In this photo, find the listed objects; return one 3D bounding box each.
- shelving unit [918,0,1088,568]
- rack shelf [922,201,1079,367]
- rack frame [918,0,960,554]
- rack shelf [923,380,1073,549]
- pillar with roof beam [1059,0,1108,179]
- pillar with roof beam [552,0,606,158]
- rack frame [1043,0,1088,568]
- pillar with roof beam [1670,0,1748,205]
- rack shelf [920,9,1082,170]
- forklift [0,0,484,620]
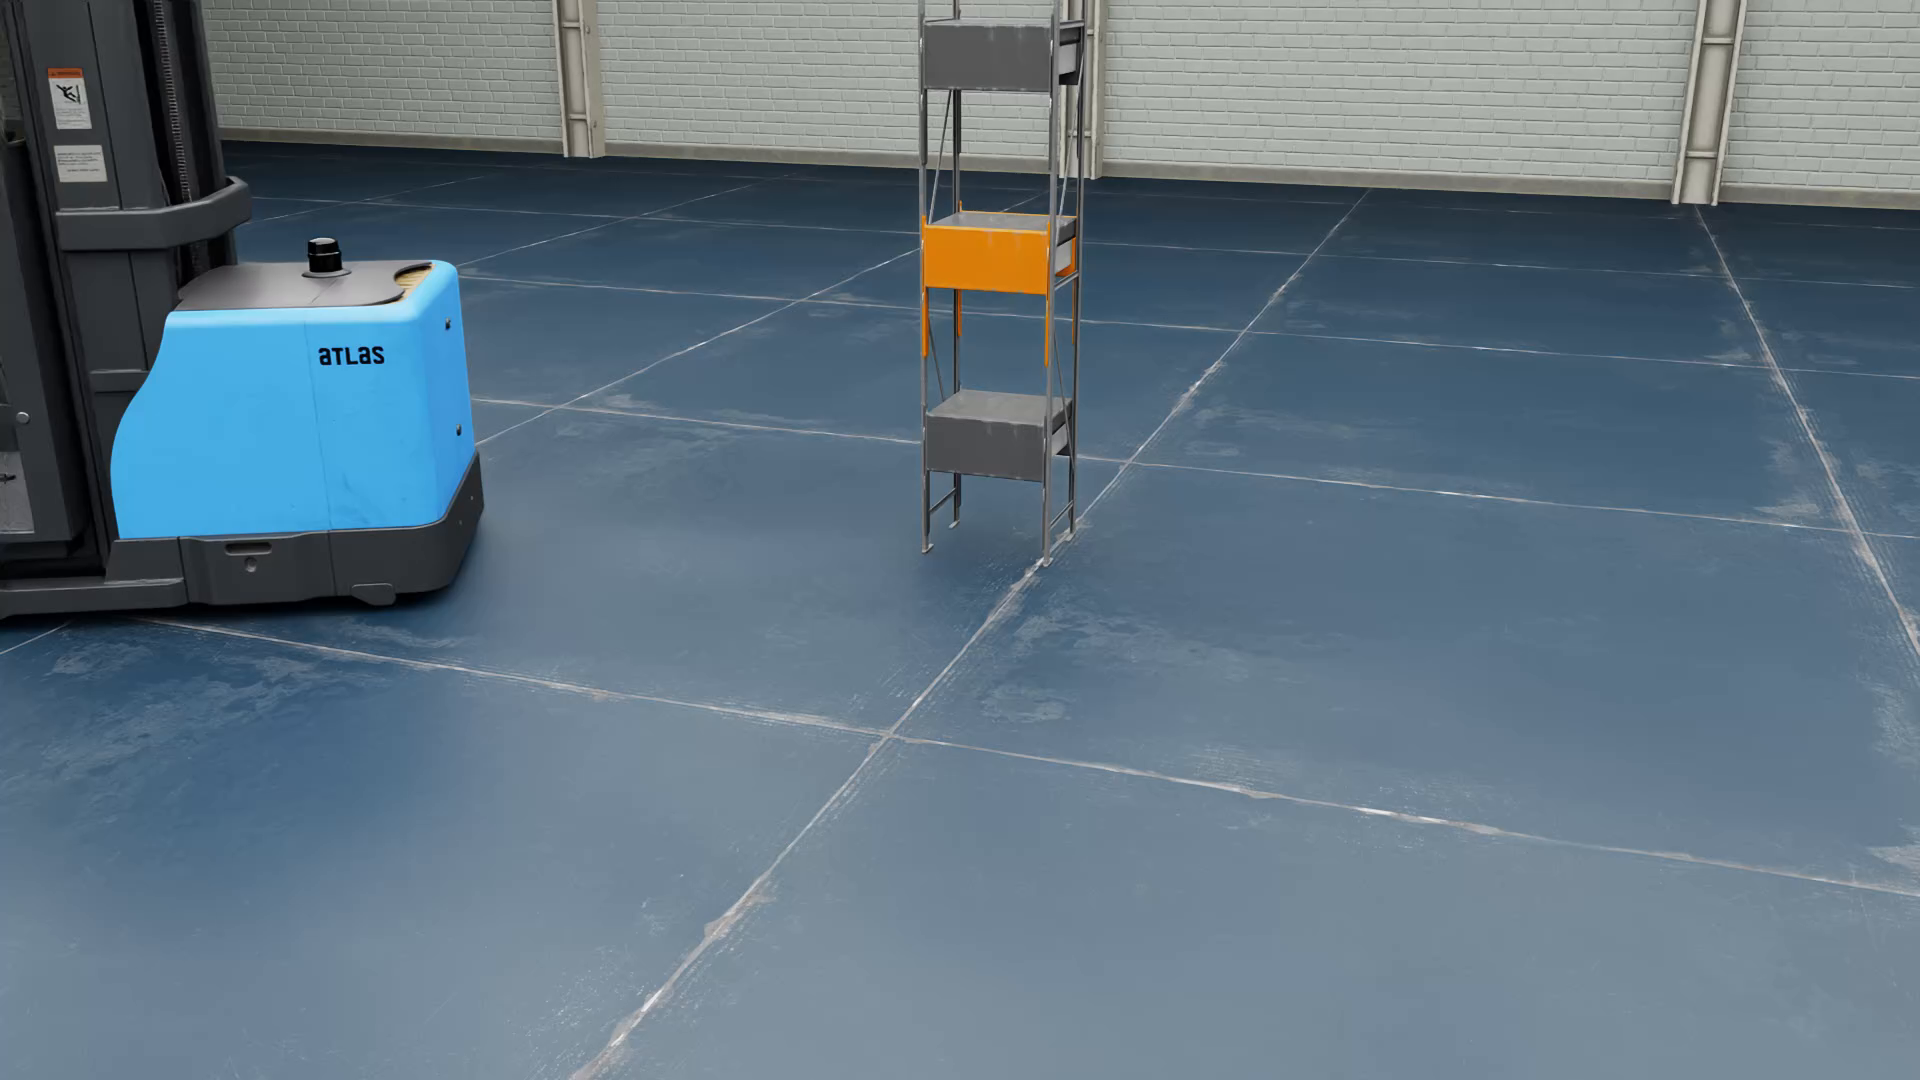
[{"bbox_3d":[0.156,-0.974,6.179,0.503,2.100,0.431,7,20,18],"label":"shelving unit"},{"bbox_3d":[0.156,-0.961,6.184,0.480,0.518,0.431,7,20,18],"label":"rack shelf"},{"bbox_3d":[-0.074,-1.000,6.255,0.015,2.100,0.400,7,20,18],"label":"rack frame"},{"bbox_3d":[0.156,-0.300,6.414,0.480,0.518,0.431,7,20,18],"label":"rack shelf"},{"bbox_3d":[-0.132,-6.756,12.288,0.400,9.000,9.100,7,20,18],"label":"pillar with roof beam"},{"bbox_3d":[-5.800,-7.405,14.147,0.400,9.000,9.100,7,20,18],"label":"pillar with roof beam"},{"bbox_3d":[0.387,-0.947,6.104,0.015,2.100,0.400,7,20,18],"label":"rack frame"},{"bbox_3d":[5.535,-6.108,10.428,0.400,9.000,9.100,7,20,18],"label":"pillar with roof beam"},{"bbox_3d":[0.156,-1.622,5.953,0.480,0.518,0.431,7,20,18],"label":"rack shelf"},{"bbox_3d":[-3.369,-1.240,5.681,3.031,2.935,1.130,-3,19,-7],"label":"forklift"}]
